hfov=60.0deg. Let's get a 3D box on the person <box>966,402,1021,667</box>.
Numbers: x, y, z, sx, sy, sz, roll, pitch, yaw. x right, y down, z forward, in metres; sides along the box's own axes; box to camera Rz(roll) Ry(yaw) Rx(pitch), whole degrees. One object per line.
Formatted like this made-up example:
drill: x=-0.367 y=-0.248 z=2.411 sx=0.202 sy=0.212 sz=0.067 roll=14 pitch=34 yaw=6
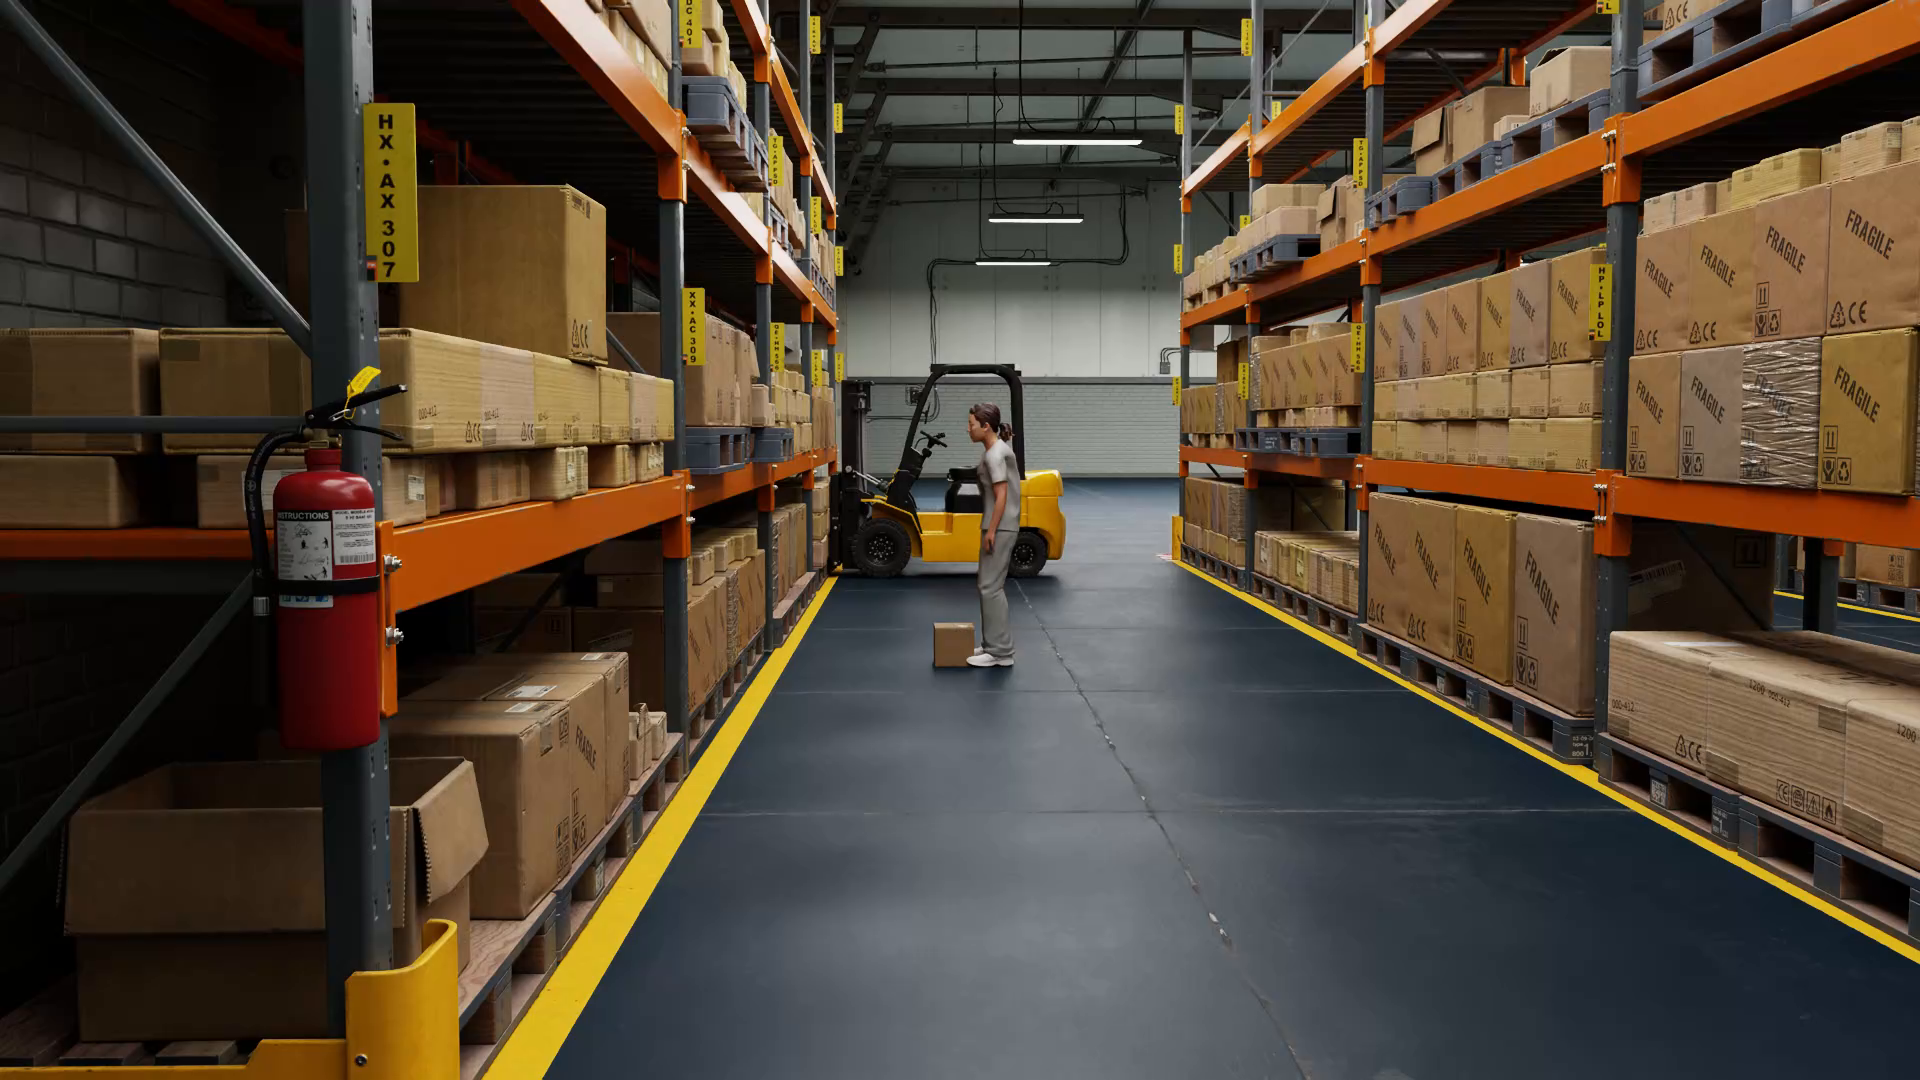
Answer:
person: x=0.209 y=-0.042 z=10.594 sx=0.360 sy=1.672 sz=0.485 roll=0 pitch=4 yaw=-1
